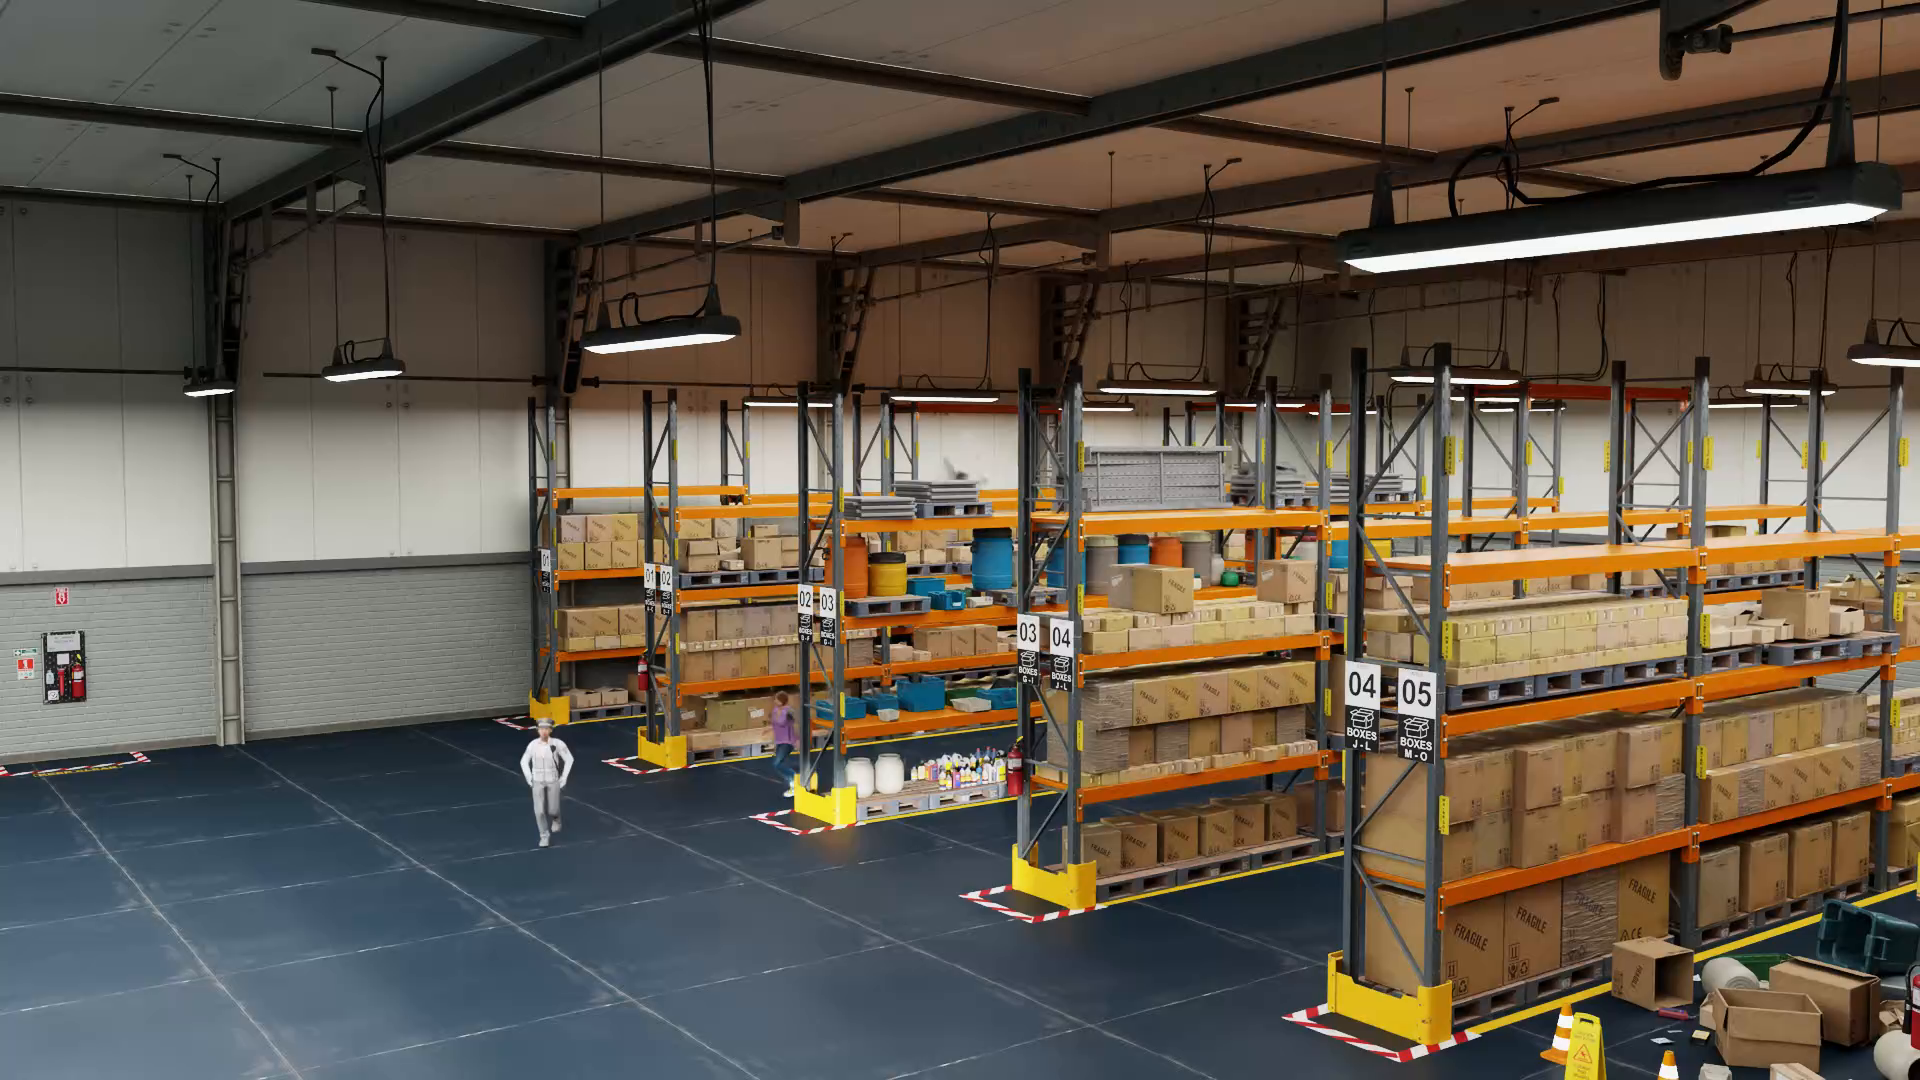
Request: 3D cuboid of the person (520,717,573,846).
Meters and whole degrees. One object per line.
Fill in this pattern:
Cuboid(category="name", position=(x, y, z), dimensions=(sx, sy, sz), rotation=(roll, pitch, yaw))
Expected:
Cuboid(category="person", position=(-5.297, 3.074, 21.330), dimensions=(0.667, 1.643, 0.585), rotation=(0, 3, -6))

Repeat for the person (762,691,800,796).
Cuboid(category="person", position=(-2.566, 3.068, 24.126), dimensions=(0.605, 1.337, 0.560), rotation=(-3, 5, -42))
